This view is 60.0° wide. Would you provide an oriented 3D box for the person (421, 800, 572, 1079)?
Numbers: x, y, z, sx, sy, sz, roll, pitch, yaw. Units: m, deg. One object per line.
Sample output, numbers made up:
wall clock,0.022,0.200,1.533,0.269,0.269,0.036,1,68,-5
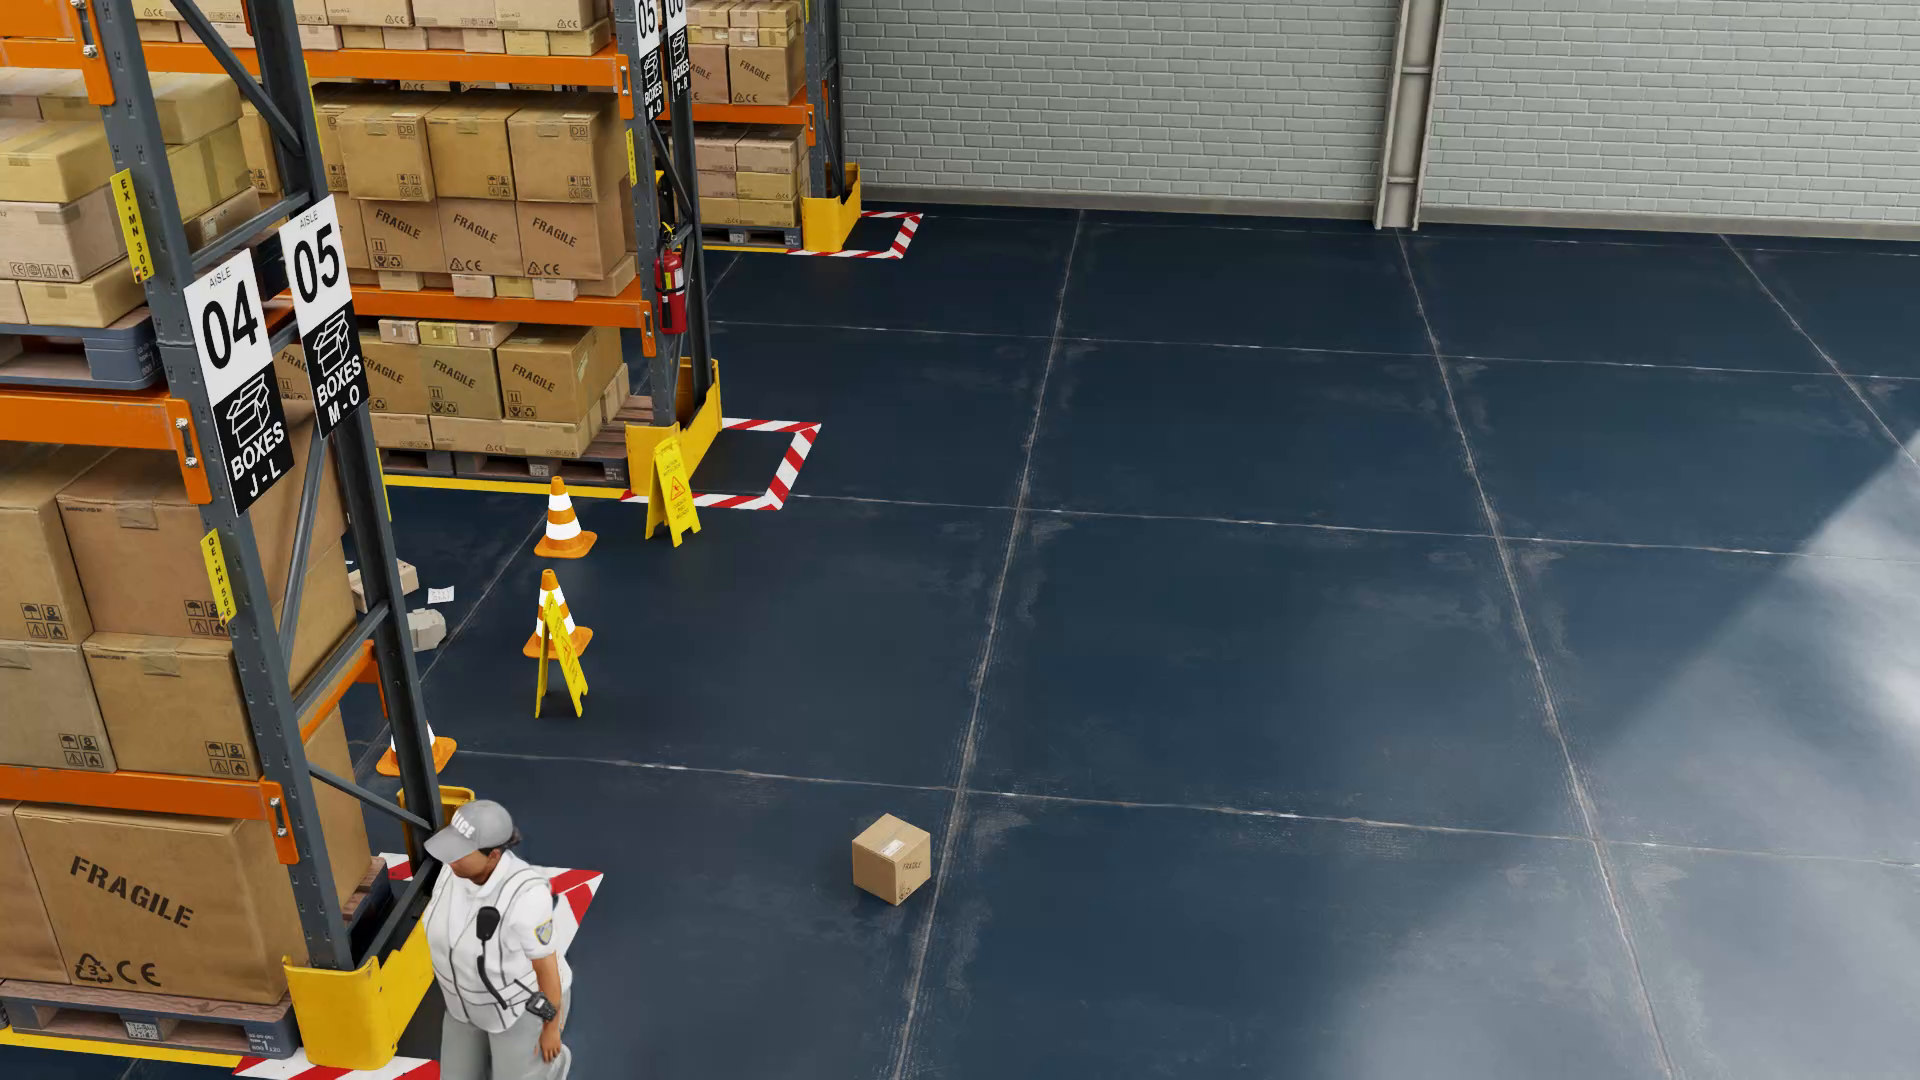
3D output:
person,-1.542,1.555,5.727,0.492,1.649,0.558,16,32,27
